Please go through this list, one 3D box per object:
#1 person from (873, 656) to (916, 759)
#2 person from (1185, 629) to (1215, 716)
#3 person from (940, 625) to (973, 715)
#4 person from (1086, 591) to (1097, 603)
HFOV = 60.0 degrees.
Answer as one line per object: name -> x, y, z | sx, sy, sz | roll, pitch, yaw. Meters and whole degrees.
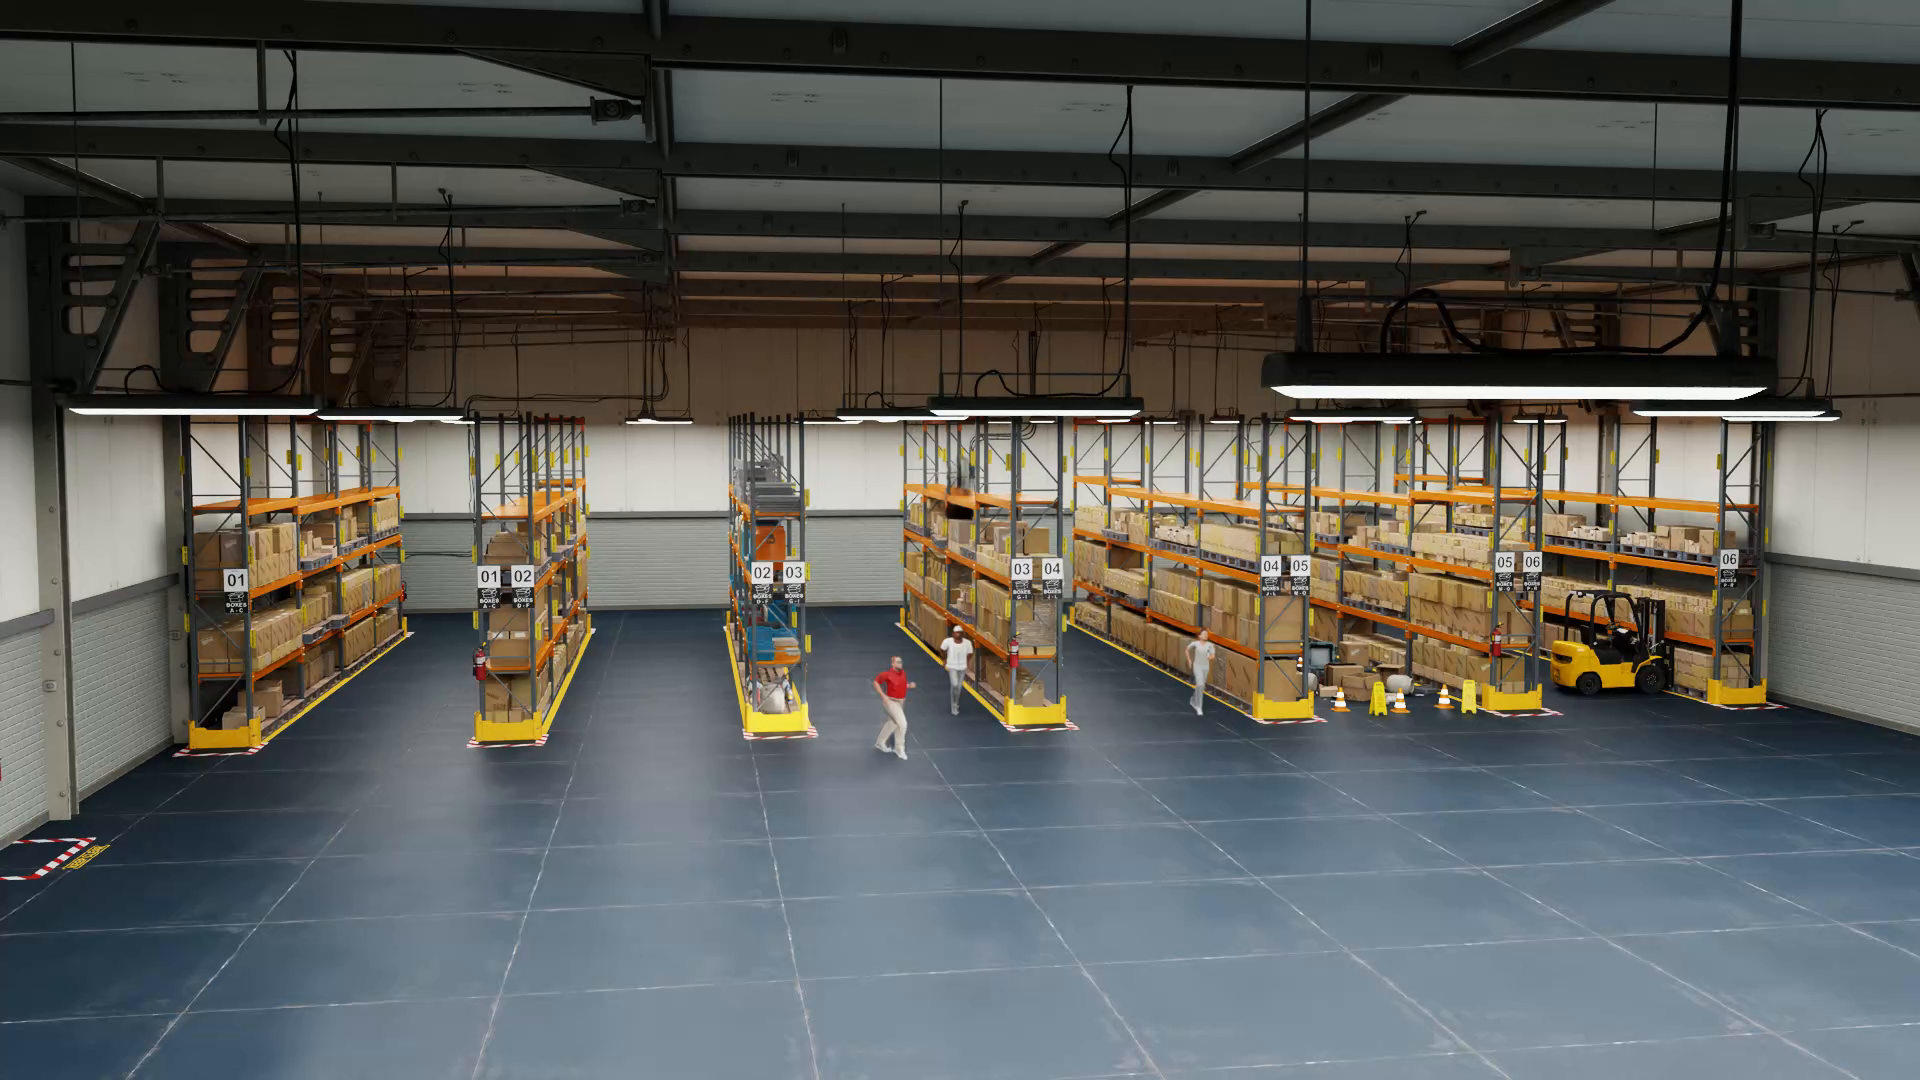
person -> -1.128, 2.914, 28.959 | 0.785, 1.810, 0.626 | 2, 4, 27
person -> 4.845, 2.618, 33.345 | 0.539, 1.695, 0.781 | -1, 4, -15
person -> -0.045, 2.593, 33.313 | 0.606, 1.801, 0.839 | -1, 4, -18
person -> 4.022, 1.529, 49.546 | 0.771, 1.640, 0.612 | -1, 4, -7
